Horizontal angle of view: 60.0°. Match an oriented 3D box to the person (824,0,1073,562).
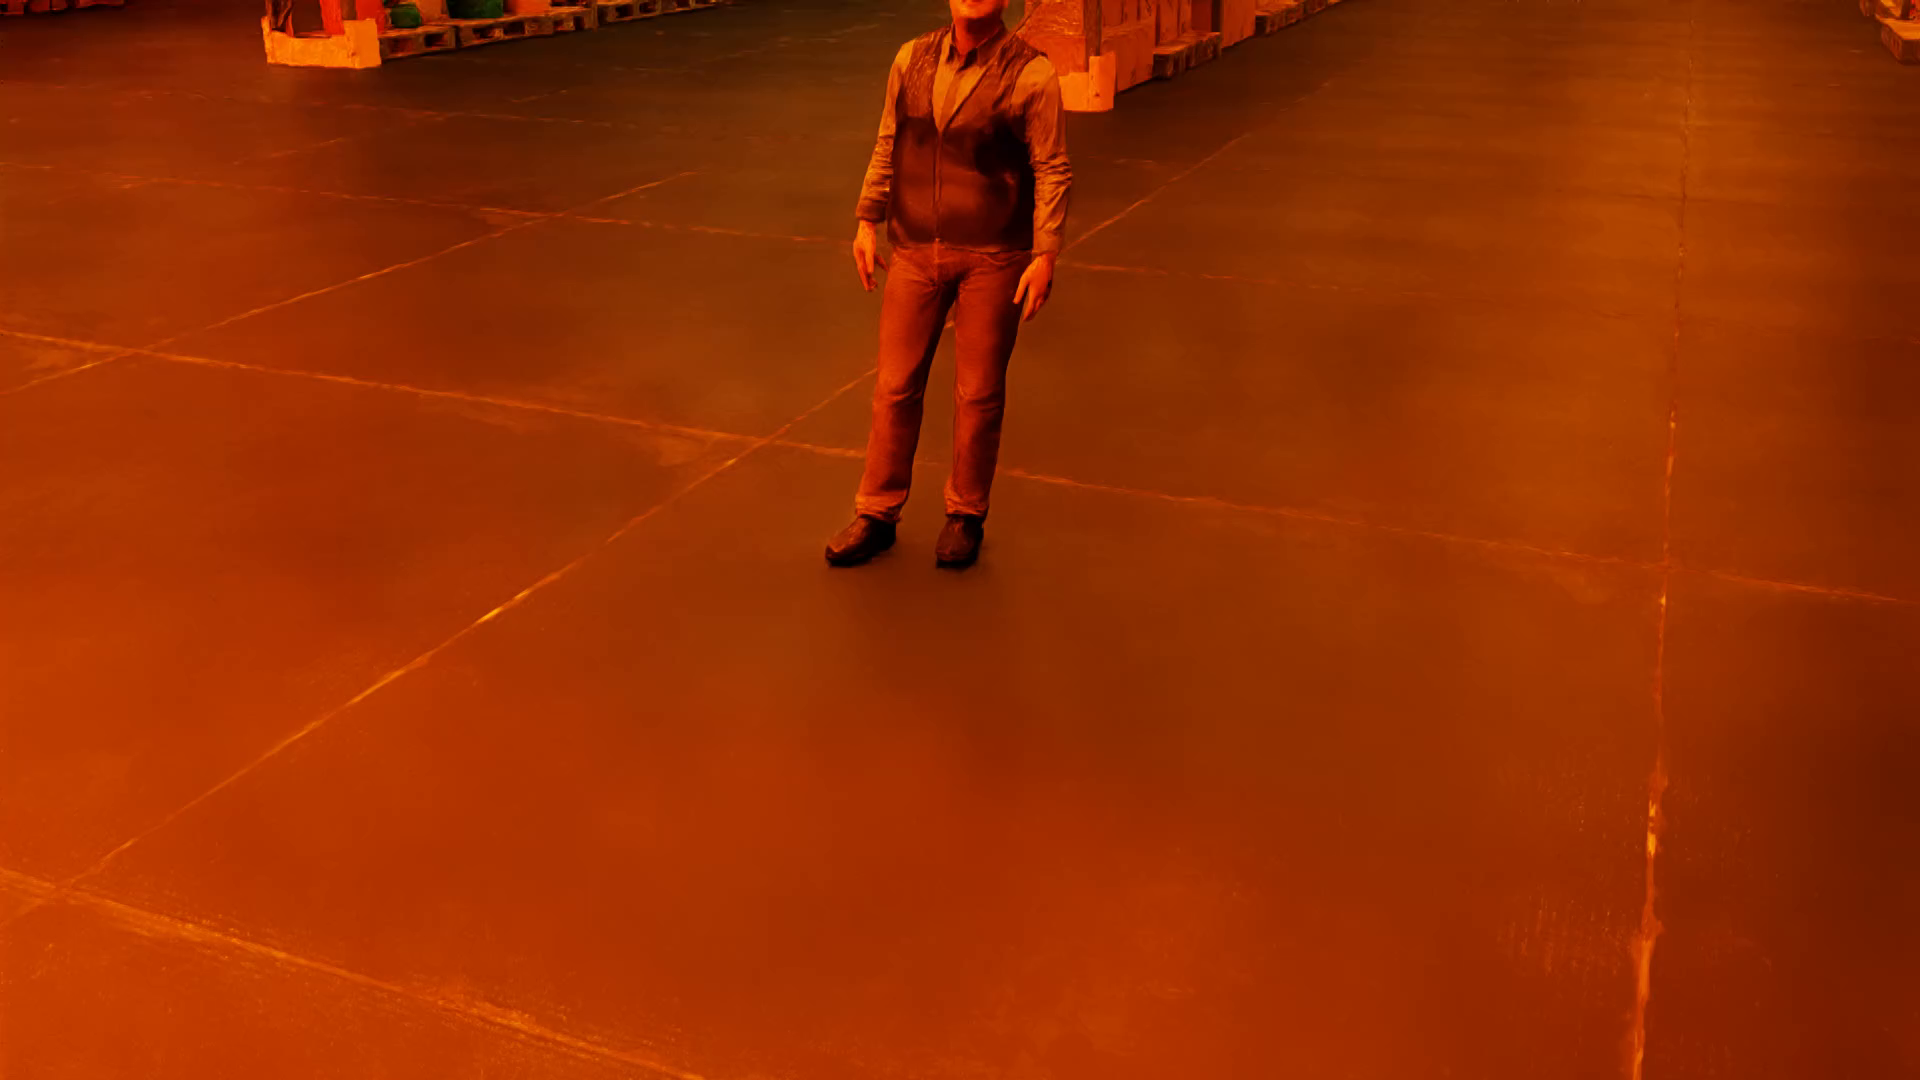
[{"bbox_3d":[-0.031,-0.780,4.708,0.632,1.720,0.567,9,24,21],"label":"person"}]
